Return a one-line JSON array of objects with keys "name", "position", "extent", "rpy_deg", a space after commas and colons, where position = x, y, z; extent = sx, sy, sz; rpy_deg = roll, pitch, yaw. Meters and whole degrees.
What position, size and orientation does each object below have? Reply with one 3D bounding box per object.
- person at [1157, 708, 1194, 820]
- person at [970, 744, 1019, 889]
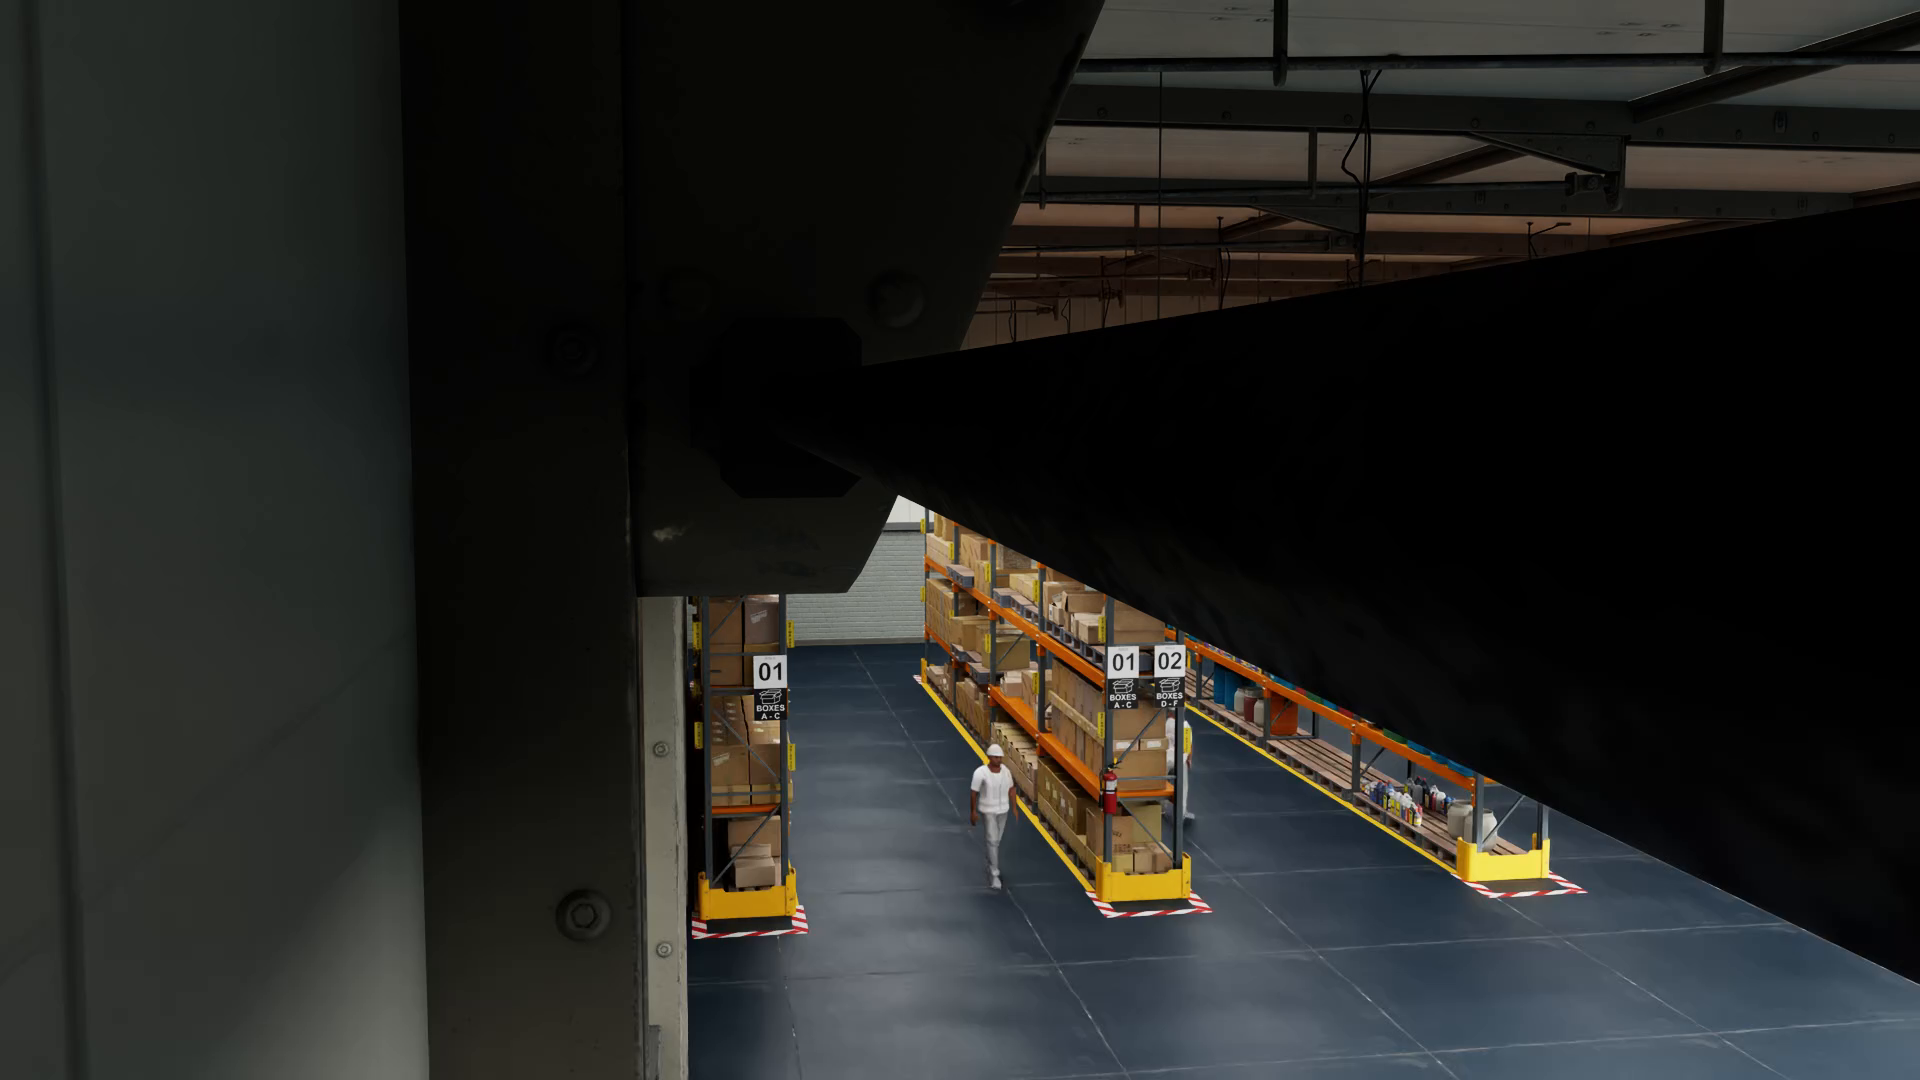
[{"name": "person", "position": [3.205, 3.275, 24.774], "extent": [0.595, 1.742, 0.956], "rpy_deg": [1, 5, 9]}, {"name": "person", "position": [0.483, 3.558, 21.636], "extent": [0.589, 1.782, 0.748], "rpy_deg": [-3, 6, -34]}]
